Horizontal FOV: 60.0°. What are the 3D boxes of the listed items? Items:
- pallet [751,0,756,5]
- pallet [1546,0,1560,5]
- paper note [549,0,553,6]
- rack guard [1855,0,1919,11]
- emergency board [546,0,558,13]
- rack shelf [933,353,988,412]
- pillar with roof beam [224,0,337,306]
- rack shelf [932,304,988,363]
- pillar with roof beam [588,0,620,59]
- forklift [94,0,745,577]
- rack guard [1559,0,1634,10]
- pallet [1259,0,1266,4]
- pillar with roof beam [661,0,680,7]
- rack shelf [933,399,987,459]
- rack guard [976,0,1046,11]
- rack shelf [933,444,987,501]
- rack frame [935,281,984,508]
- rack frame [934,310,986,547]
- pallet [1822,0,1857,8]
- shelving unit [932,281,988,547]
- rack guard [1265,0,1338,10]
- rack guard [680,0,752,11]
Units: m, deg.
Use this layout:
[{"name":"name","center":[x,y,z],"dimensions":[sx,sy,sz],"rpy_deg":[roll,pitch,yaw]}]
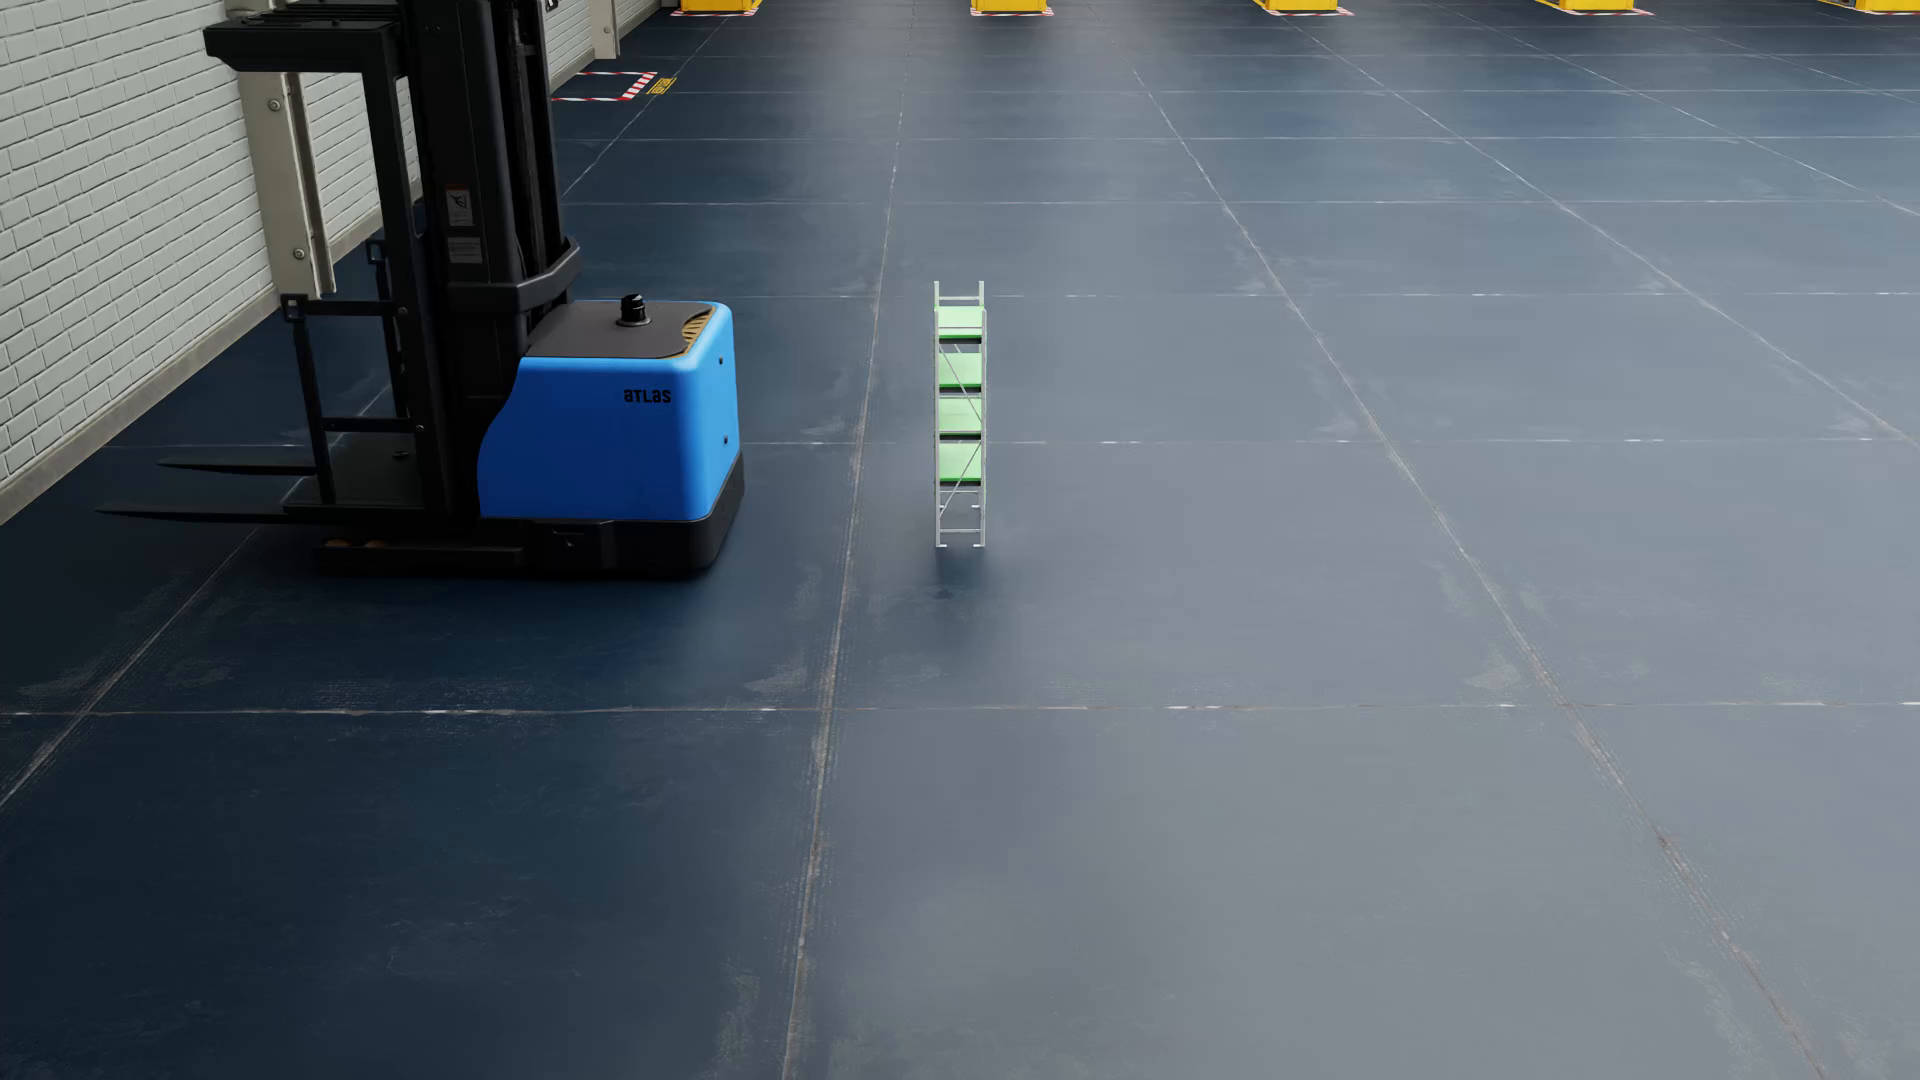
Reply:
[{"name":"pallet","center":[-4.075,-9.363,28.697],"dimensions":[1.003,0.211,1.213],"rpy_deg":[0,24,-1]},{"name":"pallet","center":[10.784,-9.430,28.845],"dimensions":[1.003,0.211,1.213],"rpy_deg":[0,24,-1]},{"name":"paper note","center":[-4.986,-6.587,20.243],"dimensions":[0.016,0.148,0.142],"rpy_deg":[0,24,-1]},{"name":"rack guard","center":[15.719,-9.166,27.911],"dimensions":[1.175,0.500,0.348],"rpy_deg":[0,24,-1]},{"name":"emergency board","center":[-4.919,-7.061,20.223],"dimensions":[0.194,1.169,0.643],"rpy_deg":[0,24,-1]},{"name":"rack shelf","center":[-0.002,-0.775,8.081],"dimensions":[0.258,0.148,0.480],"rpy_deg":[0,24,-1]},{"name":"pillar with roof beam","center":[-0.472,-5.888,10.349],"dimensions":[9.100,9.000,0.400],"rpy_deg":[0,24,-1]},{"name":"rack shelf","center":[-0.002,-0.994,7.982],"dimensions":[0.258,0.148,0.480],"rpy_deg":[0,24,-1]},{"name":"pillar with roof beam","center":[-0.603,-10.833,21.282],"dimensions":[9.100,9.000,0.400],"rpy_deg":[0,24,-1]},{"name":"forklift","center":[-2.653,-1.381,7.746],"dimensions":[3.031,2.935,1.130],"rpy_deg":[1,24,3]},{"name":"rack guard","center":[10.757,-9.227,28.044],"dimensions":[1.175,0.500,0.348],"rpy_deg":[0,24,-1]},{"name":"pallet","center":[5.754,-9.408,28.795],"dimensions":[1.003,0.211,1.213],"rpy_deg":[0,24,-1]},{"name":"pillar with roof beam","center":[-0.669,-13.305,26.748],"dimensions":[9.100,9.000,0.400],"rpy_deg":[0,24,-1]},{"name":"rack shelf","center":[-0.002,-0.557,8.180],"dimensions":[0.258,0.148,0.480],"rpy_deg":[0,24,-1]},{"name":"rack guard","center":[0.853,-9.143,27.858],"dimensions":[1.175,0.500,0.348],"rpy_deg":[0,24,-1]},{"name":"rack shelf","center":[-0.002,-0.338,8.279],"dimensions":[0.258,0.148,0.480],"rpy_deg":[0,24,-1]},{"name":"rack frame","center":[-0.004,-0.715,8.376],"dimensions":[0.240,1.200,0.015],"rpy_deg":[0,24,-1]},{"name":"rack frame","center":[0.001,-0.514,7.931],"dimensions":[0.240,1.200,0.015],"rpy_deg":[0,24,-1]},{"name":"pallet","center":[15.632,-9.374,28.720],"dimensions":[1.003,0.211,1.213],"rpy_deg":[0,24,-1]},{"name":"shelving unit","center":[-0.002,-0.615,8.154],"dimensions":[0.258,1.200,0.503],"rpy_deg":[0,24,-1]},{"name":"rack guard","center":[5.758,-9.204,27.995],"dimensions":[1.175,0.500,0.348],"rpy_deg":[0,24,-1]},{"name":"rack guard","center":[-4.102,-9.160,27.897],"dimensions":[1.175,0.500,0.348],"rpy_deg":[0,24,-1]}]
